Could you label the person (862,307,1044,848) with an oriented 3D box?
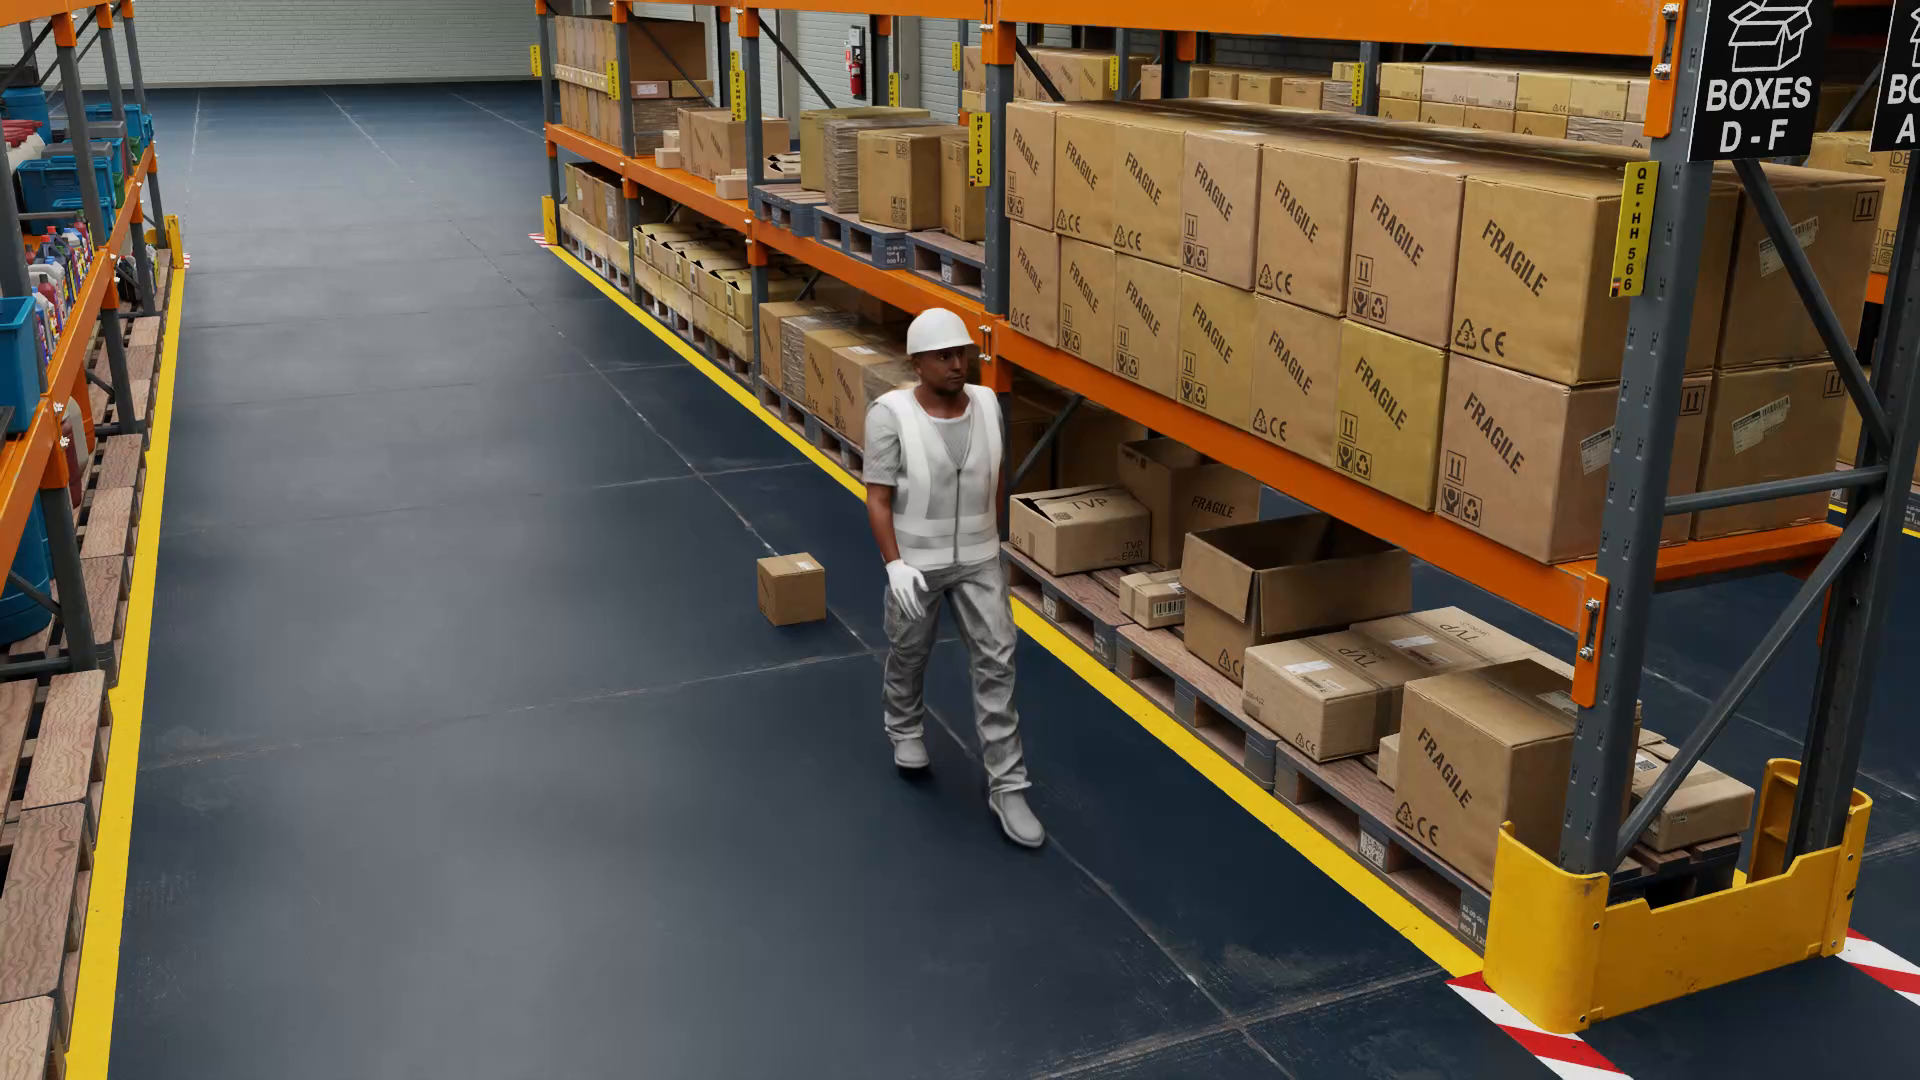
[{"bbox_3d":[-0.033,0.092,5.716,0.566,1.759,0.924,-7,20,-20],"label":"person"}]
